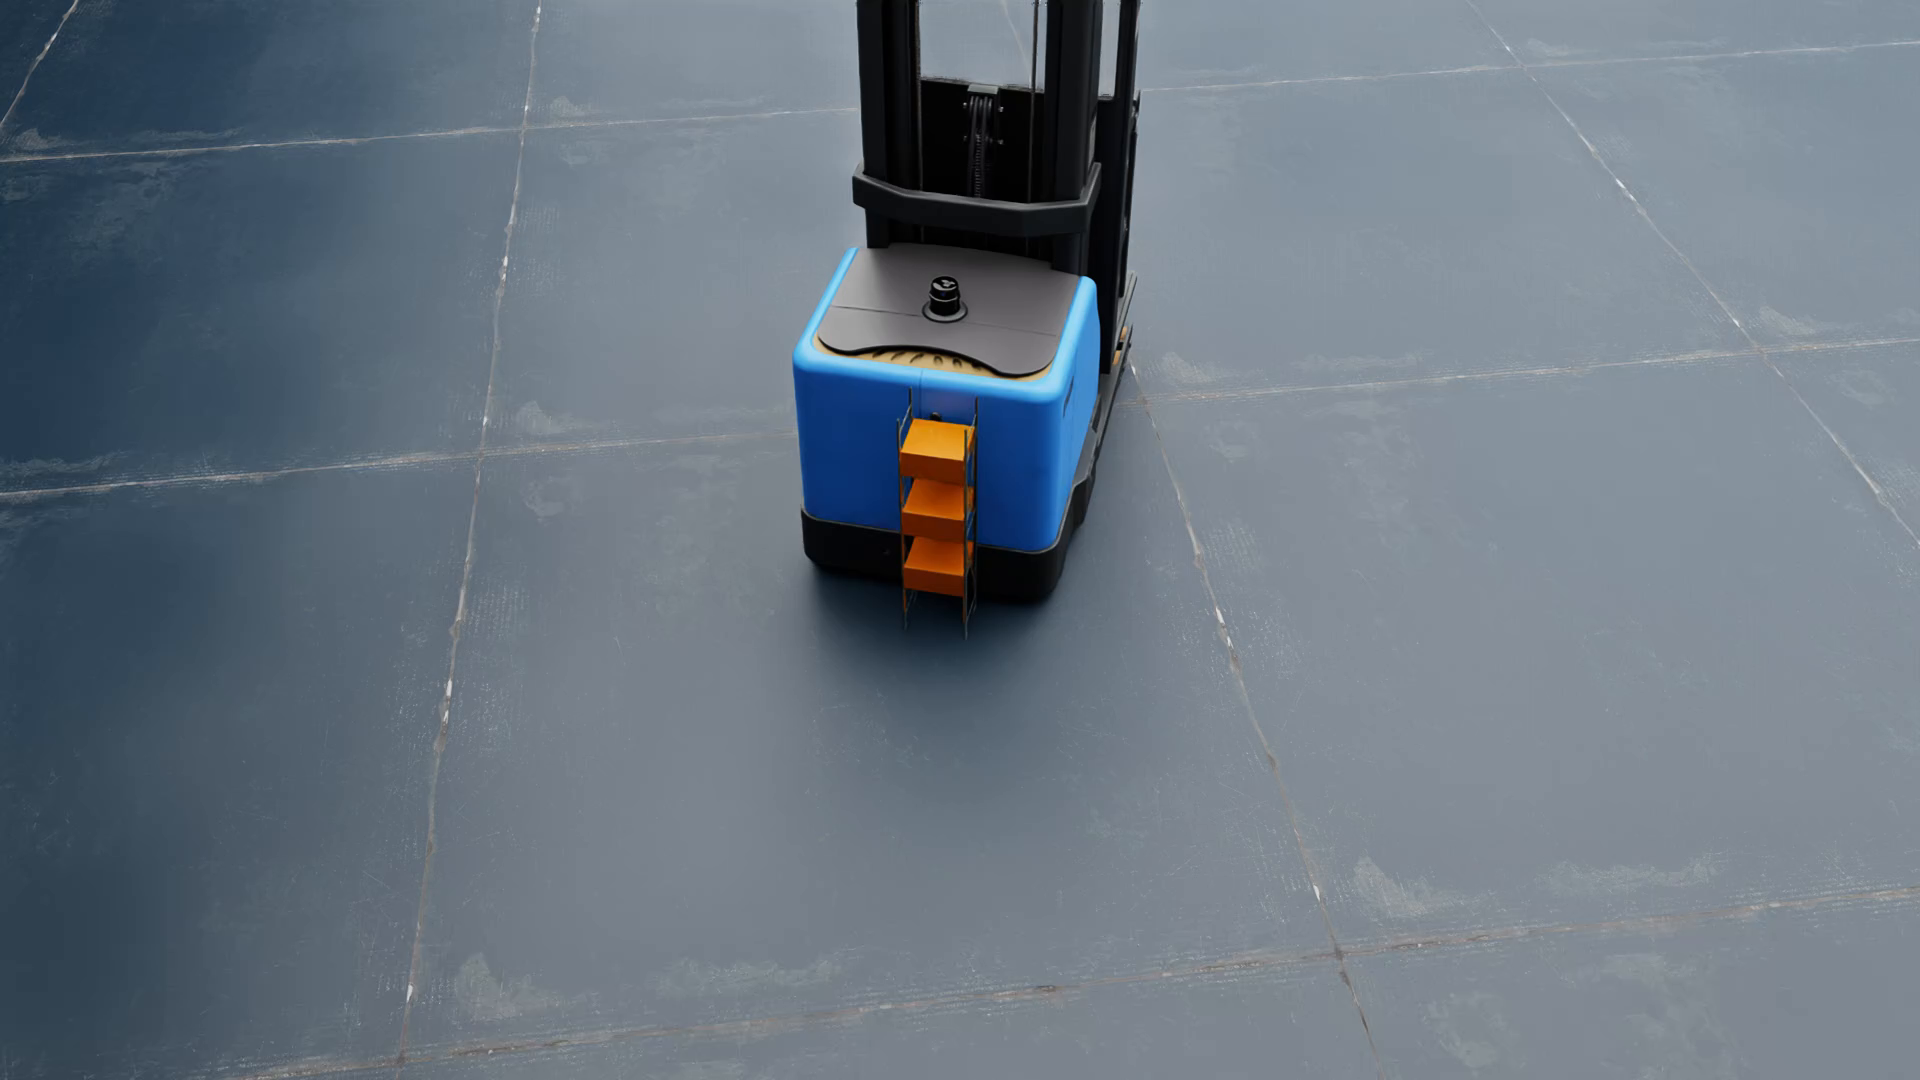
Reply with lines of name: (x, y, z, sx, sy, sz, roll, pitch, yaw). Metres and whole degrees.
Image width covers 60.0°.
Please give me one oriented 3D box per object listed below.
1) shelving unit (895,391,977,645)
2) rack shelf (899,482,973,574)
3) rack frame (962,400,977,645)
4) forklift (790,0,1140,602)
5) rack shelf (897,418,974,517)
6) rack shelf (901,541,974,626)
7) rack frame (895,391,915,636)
shelving unit: (-0.084, -0.061, 6.231, 0.252, 1.050, 0.215, 8, 43, 9)
rack shelf: (-0.084, -0.053, 6.238, 0.240, 0.259, 0.215, 8, 43, 9)
rack frame: (0.035, -0.044, 6.212, 0.008, 1.050, 0.200, 8, 43, 9)
forklift: (0.192, -1.841, 6.800, 1.130, 2.935, 3.031, 9, 43, 10)
rack shelf: (-0.084, -0.264, 6.048, 0.240, 0.259, 0.215, 8, 43, 9)
rack shelf: (-0.084, 0.153, 6.424, 0.240, 0.259, 0.215, 8, 43, 9)
rack frame: (-0.204, -0.079, 6.250, 0.008, 1.050, 0.200, 8, 43, 9)
